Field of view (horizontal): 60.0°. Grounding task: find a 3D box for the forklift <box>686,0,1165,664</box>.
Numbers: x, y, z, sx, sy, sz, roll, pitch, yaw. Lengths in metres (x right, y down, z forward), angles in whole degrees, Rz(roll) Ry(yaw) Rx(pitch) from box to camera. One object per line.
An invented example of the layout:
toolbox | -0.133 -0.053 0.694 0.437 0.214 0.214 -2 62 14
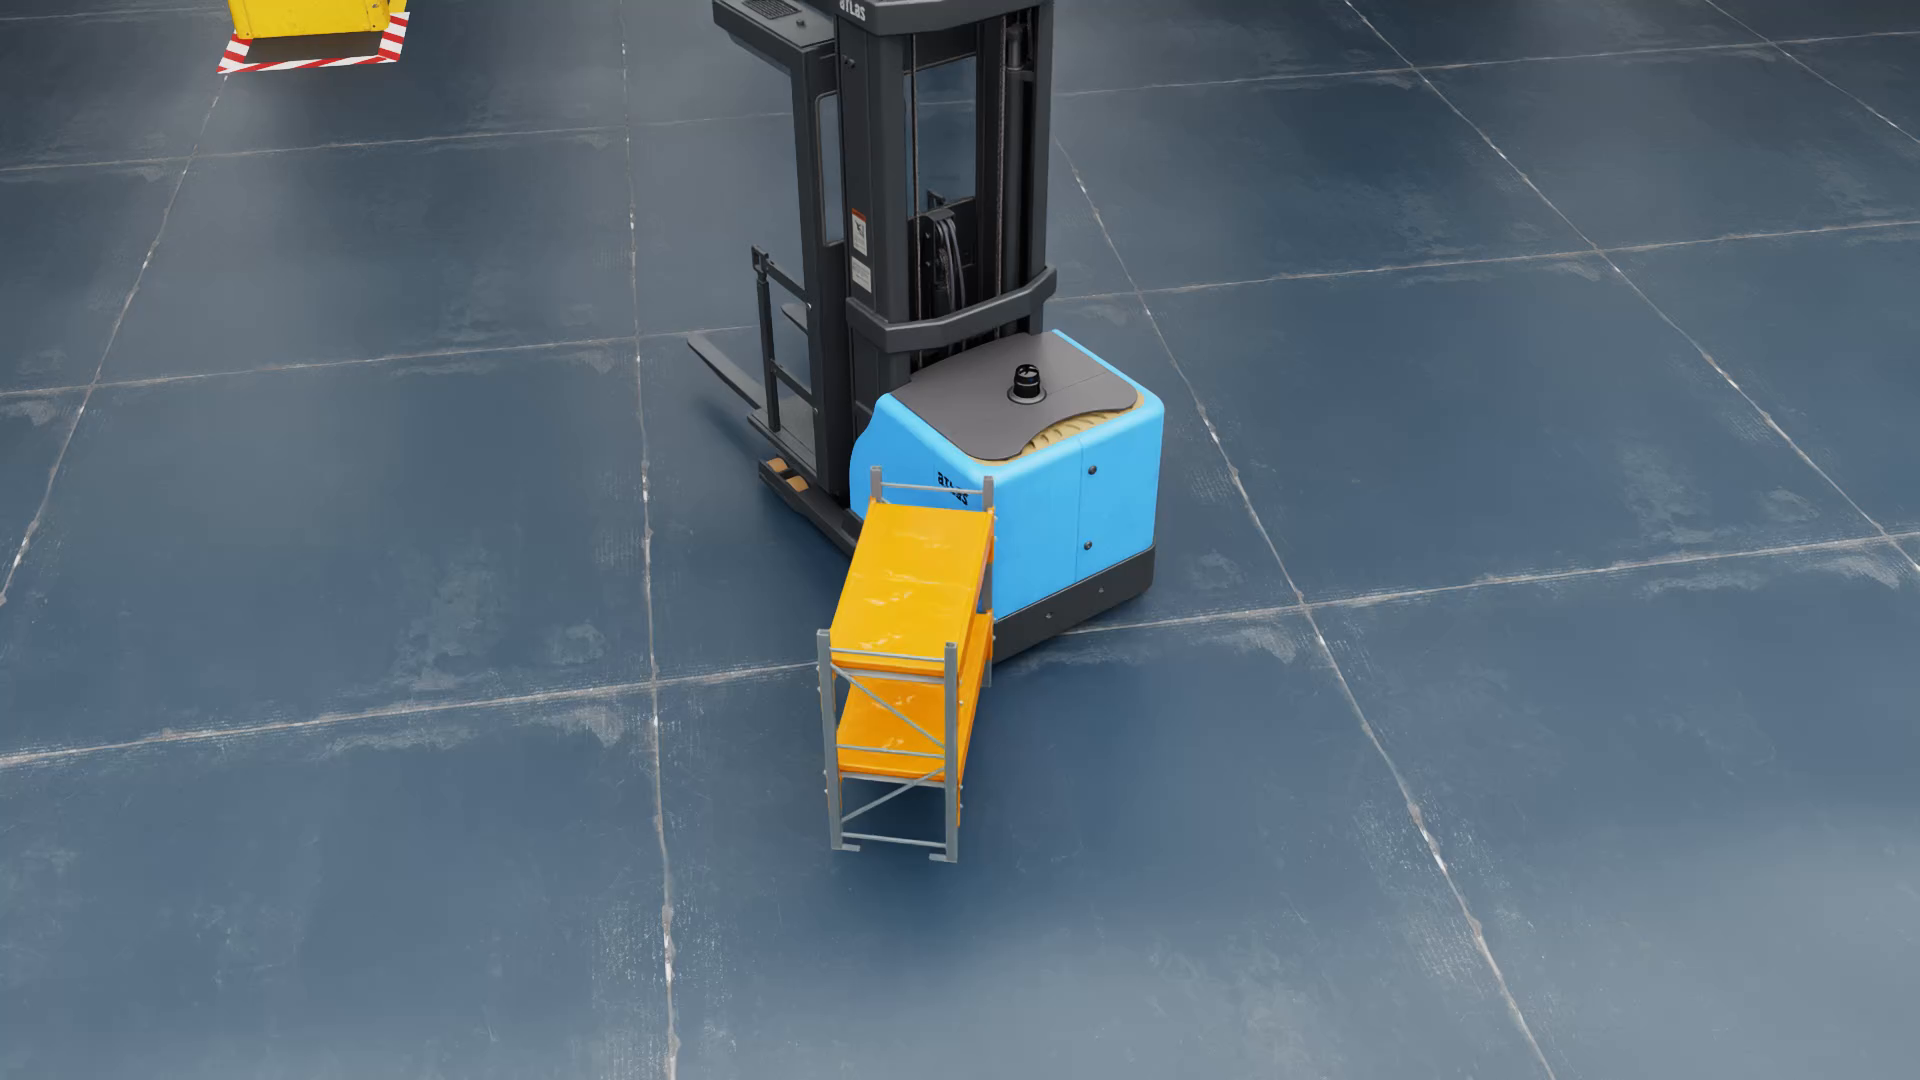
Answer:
forklift | -0.365 -1.468 7.651 1.130 2.935 3.031 -24 44 -27

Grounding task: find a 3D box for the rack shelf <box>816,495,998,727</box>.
rack shelf | -0.185 0.252 6.431 0.538 0.278 1.000 5 38 7

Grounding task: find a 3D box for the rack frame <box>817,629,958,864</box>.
rack frame | -0.258 0.792 6.213 0.500 1.125 0.032 5 38 7

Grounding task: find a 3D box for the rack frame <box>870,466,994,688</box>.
rack frame | -0.112 0.175 7.008 0.500 1.125 0.032 5 38 7

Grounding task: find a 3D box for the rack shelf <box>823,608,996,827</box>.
rack shelf | -0.185 0.677 6.761 0.538 0.278 1.000 5 38 7

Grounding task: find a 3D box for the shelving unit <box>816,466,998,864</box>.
shelving unit | -0.185 0.484 6.611 0.538 1.125 1.048 5 38 7

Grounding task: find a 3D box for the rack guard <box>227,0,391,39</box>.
rack guard | -5.242 -4.364 13.360 1.175 0.500 0.348 -6 38 -8
